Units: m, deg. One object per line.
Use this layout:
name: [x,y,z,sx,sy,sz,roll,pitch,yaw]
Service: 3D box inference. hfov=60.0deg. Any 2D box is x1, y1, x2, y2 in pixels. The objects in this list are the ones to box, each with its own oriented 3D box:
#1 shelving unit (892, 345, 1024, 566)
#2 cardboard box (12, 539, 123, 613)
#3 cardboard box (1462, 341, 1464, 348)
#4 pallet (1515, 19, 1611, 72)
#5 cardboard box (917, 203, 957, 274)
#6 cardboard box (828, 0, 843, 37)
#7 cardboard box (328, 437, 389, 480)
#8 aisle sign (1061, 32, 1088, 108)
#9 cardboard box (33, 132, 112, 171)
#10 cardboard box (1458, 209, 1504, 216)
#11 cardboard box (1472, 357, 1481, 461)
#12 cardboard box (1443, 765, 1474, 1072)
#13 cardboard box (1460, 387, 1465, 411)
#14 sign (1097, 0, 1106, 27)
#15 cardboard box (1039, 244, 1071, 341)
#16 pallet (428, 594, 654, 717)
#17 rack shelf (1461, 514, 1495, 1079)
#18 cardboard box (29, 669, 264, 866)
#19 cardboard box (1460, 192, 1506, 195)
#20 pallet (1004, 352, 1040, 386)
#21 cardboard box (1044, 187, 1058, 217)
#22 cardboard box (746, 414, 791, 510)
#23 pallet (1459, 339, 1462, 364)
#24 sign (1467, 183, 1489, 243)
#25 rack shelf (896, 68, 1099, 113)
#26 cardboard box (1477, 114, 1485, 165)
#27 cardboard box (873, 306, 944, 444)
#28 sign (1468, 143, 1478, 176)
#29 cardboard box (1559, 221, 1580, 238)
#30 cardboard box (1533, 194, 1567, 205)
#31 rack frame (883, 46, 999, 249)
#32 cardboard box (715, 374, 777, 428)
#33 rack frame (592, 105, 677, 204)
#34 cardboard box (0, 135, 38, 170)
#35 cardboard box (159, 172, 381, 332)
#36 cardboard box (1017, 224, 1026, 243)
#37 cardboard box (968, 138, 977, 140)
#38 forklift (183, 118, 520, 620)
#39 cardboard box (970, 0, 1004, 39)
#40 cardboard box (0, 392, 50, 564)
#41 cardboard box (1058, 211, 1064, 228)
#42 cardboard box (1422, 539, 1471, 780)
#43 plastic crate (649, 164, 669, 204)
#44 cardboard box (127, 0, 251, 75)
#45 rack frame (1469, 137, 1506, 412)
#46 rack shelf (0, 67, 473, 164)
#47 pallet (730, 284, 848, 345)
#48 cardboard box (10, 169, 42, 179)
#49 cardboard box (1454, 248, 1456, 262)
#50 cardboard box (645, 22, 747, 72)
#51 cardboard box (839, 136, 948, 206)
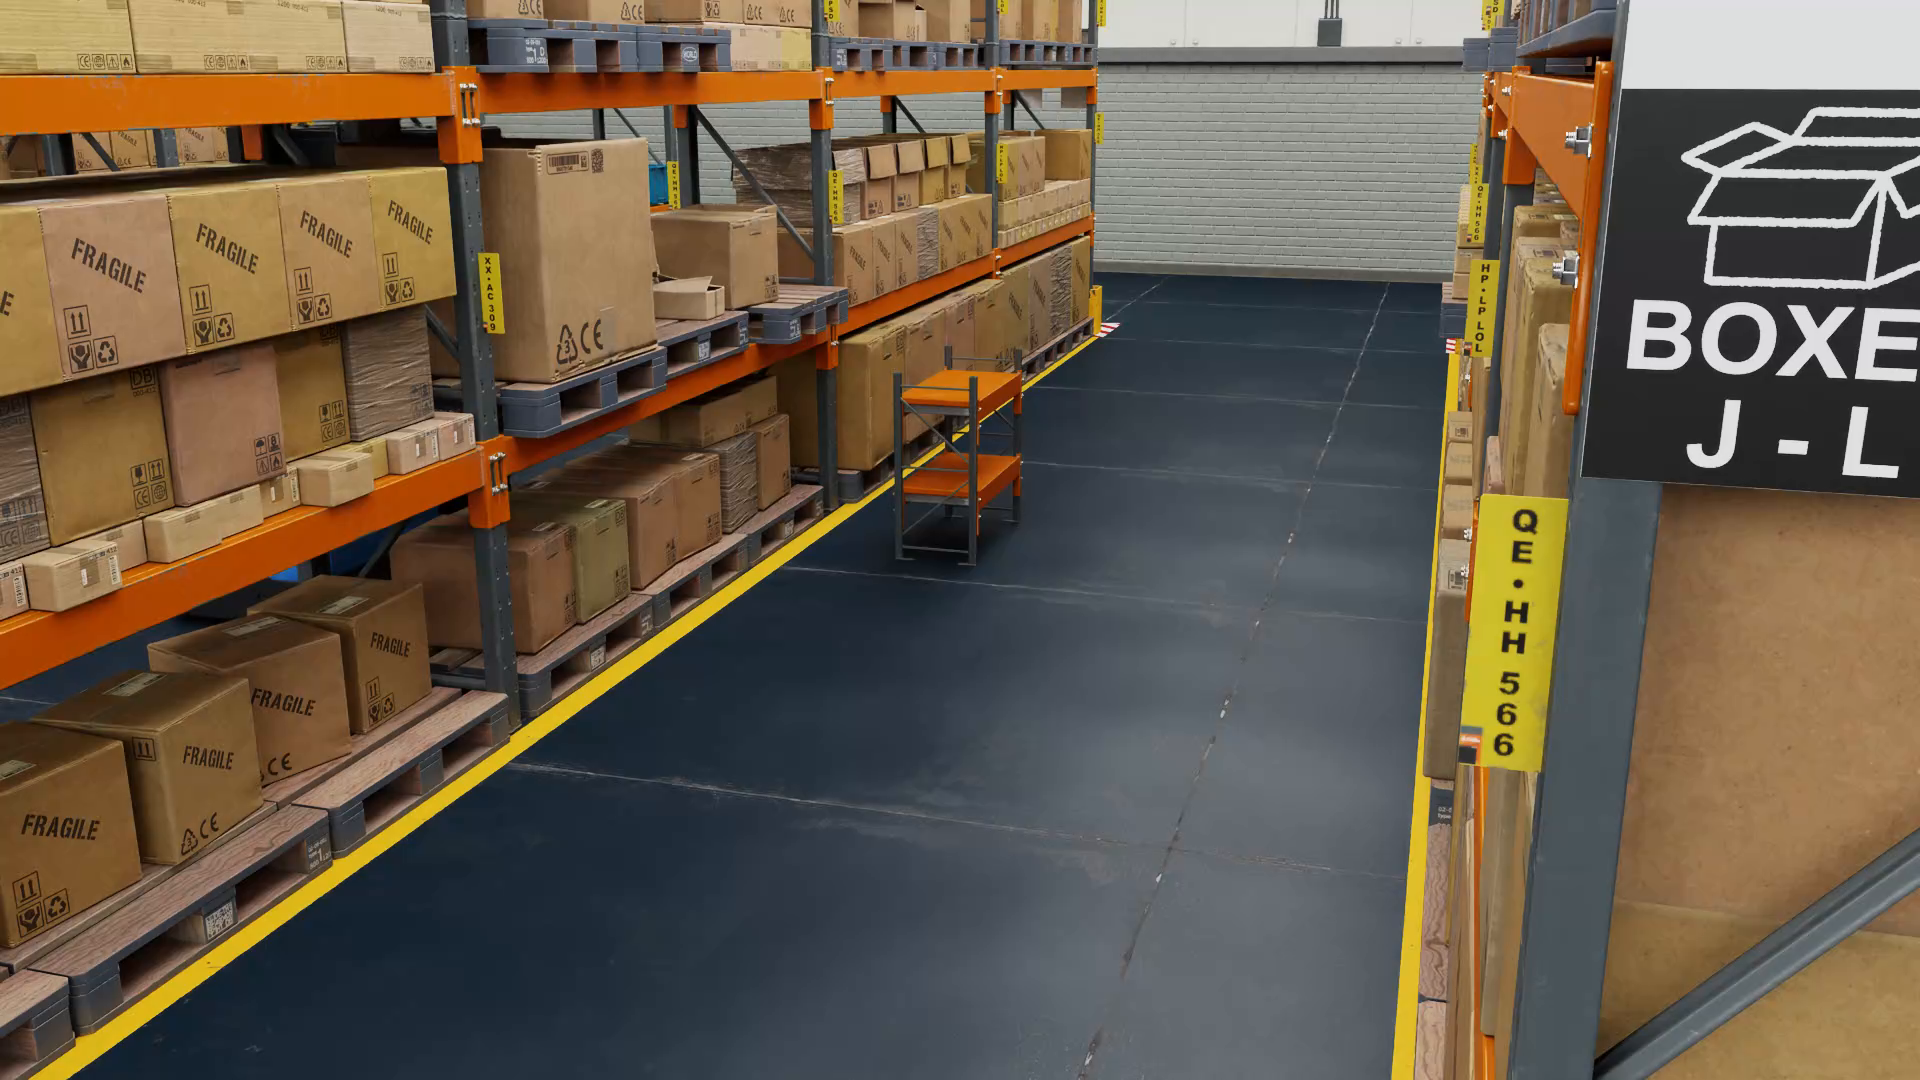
shelving unit: [0.002,-0.543,10.182,0.538,1.125,1.048,5,16,16]
cardboard box: [-2.750,0.094,4.960,0.380,0.149,0.250,5,16,16]
cardboard box: [4.866,-1.747,15.448,0.380,0.149,0.250,4,16,13]
pallet: [2.498,-1.816,6.087,0.805,0.209,1.217,4,16,14]
cardboard box: [-0.329,-2.363,12.982,0.500,0.500,0.500,4,16,15]
cardboard box: [-1.201,-3.538,10.852,0.797,0.503,0.637,6,17,19]
cardboard box: [-2.430,-0.307,6.374,0.380,0.149,0.250,5,16,16]
aisle sign: [1.276,-5.018,17.759,0.394,0.787,0.004,5,16,16]
cardboard box: [-9.262,-4.125,17.359,0.500,0.500,0.500,5,17,17]
cardboard box: [3.341,-2.003,10.494,0.380,0.149,0.250,5,17,18]
cardboard box: [2.320,-0.558,6.618,0.500,0.500,0.500,4,16,15]
cardboard box: [1.786,0.994,4.451,0.875,0.875,0.875,5,17,16]
cardboard box: [3.643,-0.735,11.233,0.500,0.500,0.500,4,16,13]
sign: [1.484,-5.557,17.449,0.100,0.325,0.005,5,16,16]
cardboard box: [0.604,-2.540,16.910,0.875,0.875,0.875,5,16,16]
pallet: [-2.223,0.506,8.160,1.003,0.211,1.213,5,16,16]
rack shelf: [1.716,0.648,3.865,1.077,0.370,4.000,5,16,16]
cardboard box: [-2.851,0.789,5.862,0.500,0.500,0.500,3,16,11]
cardboard box: [3.783,-2.409,11.924,0.380,0.149,0.250,4,16,15]
pallet: [0.122,-1.576,15.500,1.003,0.211,1.213,5,16,16]
cardboard box: [0.651,-3.293,16.171,0.500,0.250,0.500,5,16,16]
cardboard box: [-1.477,-0.511,10.408,0.700,0.500,0.500,4,16,13]
pallet: [5.408,-1.789,16.251,1.003,0.211,1.213,5,16,16]
sign: [2.898,-1.826,9.293,0.100,0.325,0.005,5,16,16]
rack shelf: [0.399,-4.345,15.973,1.077,0.370,4.000,5,16,16]
cardboard box: [4.574,-3.266,13.786,0.500,0.500,0.500,4,16,14]
cardboard box: [-0.829,-1.270,12.434,1.225,0.875,0.875,5,16,16]
sign: [5.174,-3.819,16.710,0.100,0.325,0.005,5,16,16]
cardboard box: [2.102,-0.566,4.574,0.875,0.550,0.550,5,16,16]
cardboard box: [2.708,-1.147,6.862,0.700,0.500,0.500,5,17,16]
rack frame: [-0.169,-2.725,14.440,1.000,3.000,0.127,5,16,16]
cardboard box: [-1.467,-0.871,10.303,0.500,0.250,0.500,5,17,18]
rack frame: [-3.781,-4.156,19.483,1.000,3.000,0.127,5,16,16]
cardboard box: [-9.770,-4.176,17.539,0.500,0.500,0.500,5,17,16]
cardboard box: [-2.447,-1.034,5.918,0.500,0.500,0.500,5,16,16]
cardboard box: [0.383,-2.793,15.141,0.380,0.149,0.250,5,17,18]
cardboard box: [-0.148,-3.429,15.275,0.500,0.500,0.500,5,17,16]
forklift: [-3.285,-1.319,9.608,1.130,2.935,3.031,5,17,16]
cardboard box: [-0.004,-4.676,14.684,0.700,0.500,0.500,4,16,13]
cardboard box: [-3.186,-0.186,4.760,0.875,0.500,0.500,5,16,16]
cardboard box: [0.820,-3.197,16.563,0.380,0.149,0.250,5,16,16]
cardboard box: [2.374,0.490,6.458,1.050,0.750,0.750,5,16,16]
plastic crate: [-3.697,-4.099,19.110,0.616,0.435,0.499,5,16,16]
cardboard box: [-2.620,-1.594,5.230,0.500,0.250,0.500,5,16,15]
rack frame: [3.421,-1.267,9.301,1.000,3.000,0.127,5,16,16]
rack shelf: [-3.011,-1.206,4.905,1.077,0.370,4.000,5,16,16]
pallet: [-1.406,-1.392,10.090,1.213,0.211,1.003,5,16,16]
cardboard box: [-9.770,-3.693,17.669,0.500,0.500,0.500,5,17,17]
cardboard box: [3.271,-1.795,10.308,0.380,0.149,0.250,5,17,17]
cardboard box: [-1.479,-2.644,8.932,0.500,0.250,0.500,5,17,17]
cardboard box: [-0.549,-2.909,13.068,0.797,0.503,0.637,5,17,16]
